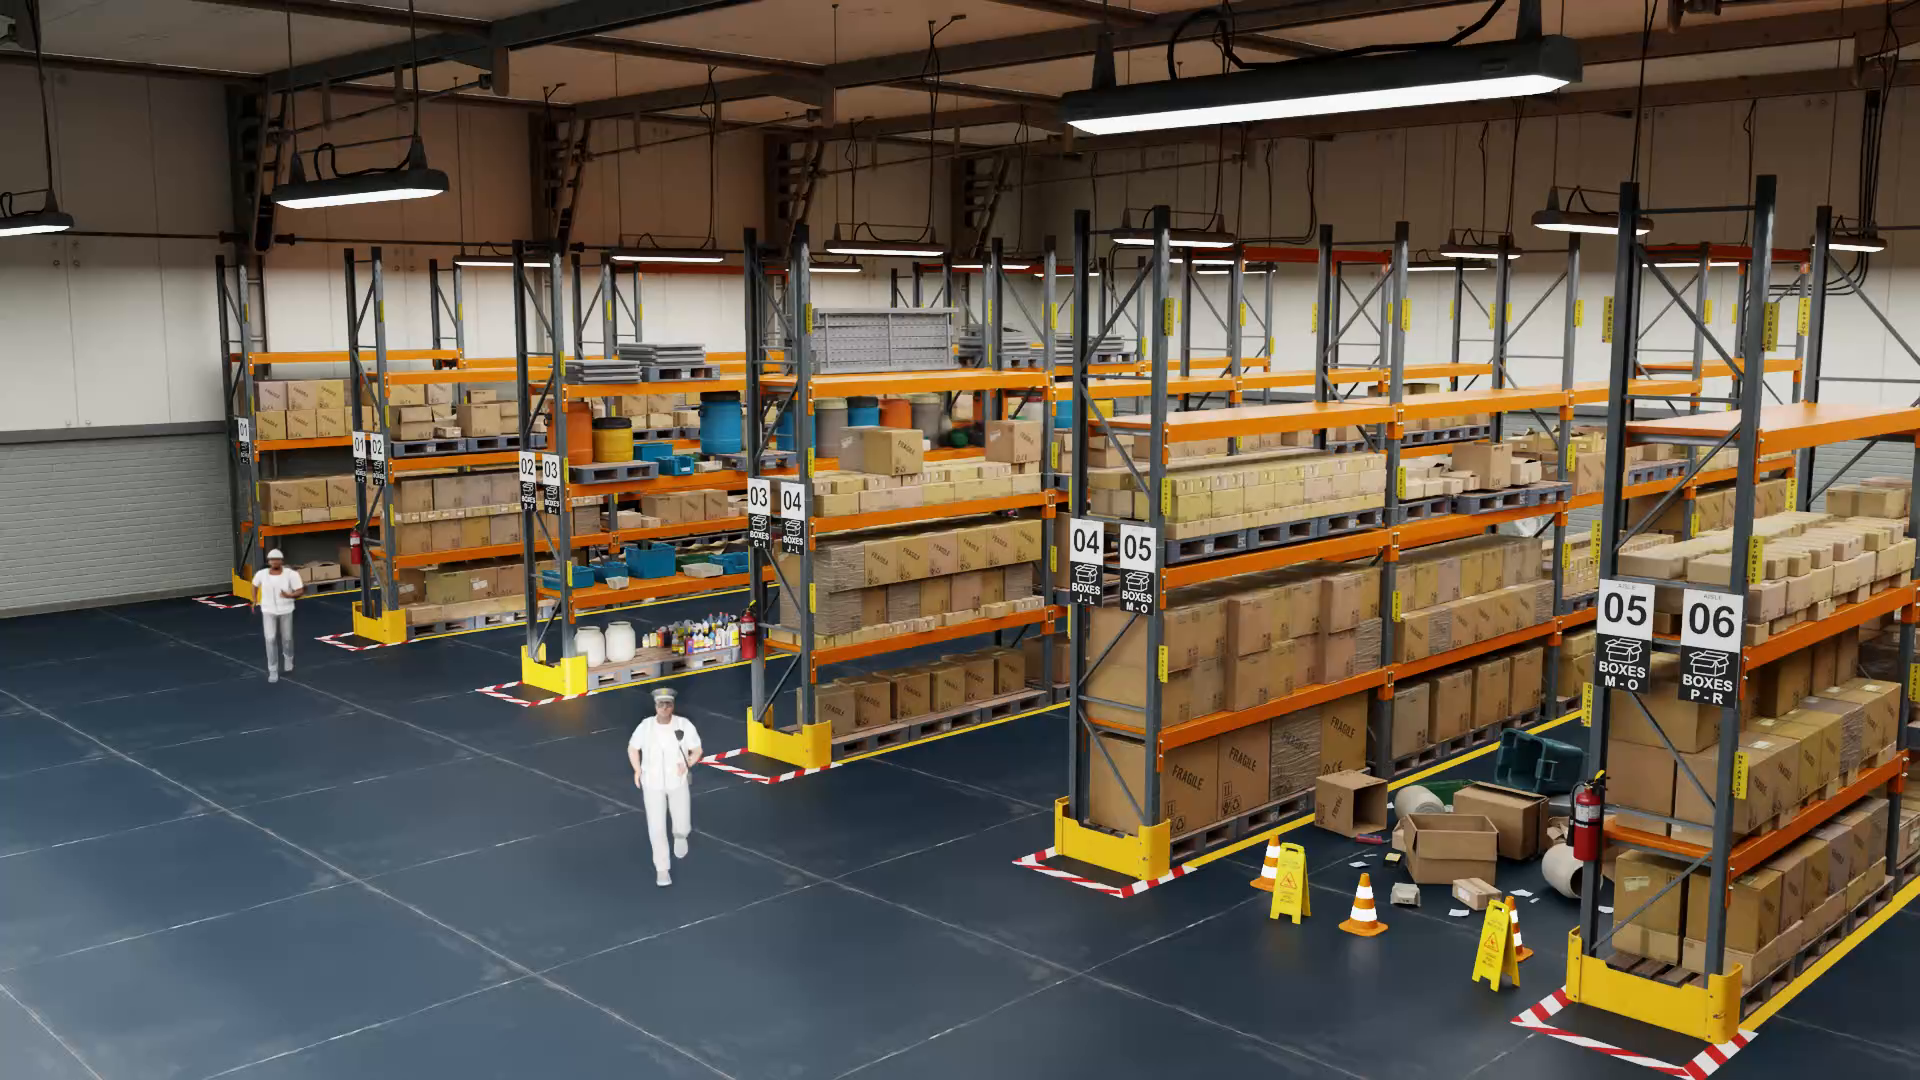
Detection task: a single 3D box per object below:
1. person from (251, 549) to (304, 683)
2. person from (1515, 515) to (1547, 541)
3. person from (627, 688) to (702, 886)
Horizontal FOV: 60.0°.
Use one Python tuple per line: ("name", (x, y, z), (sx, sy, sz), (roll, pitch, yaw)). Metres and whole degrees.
("person", (-9.449, 1.010, 23.047), (0.691, 1.788, 0.894), (-3, 9, -18))
("person", (10.531, -0.011, 30.524), (0.741, 1.743, 0.561), (-5, 10, -32))
("person", (-2.668, 2.182, 15.061), (0.672, 1.737, 0.786), (-1, 8, -8))
